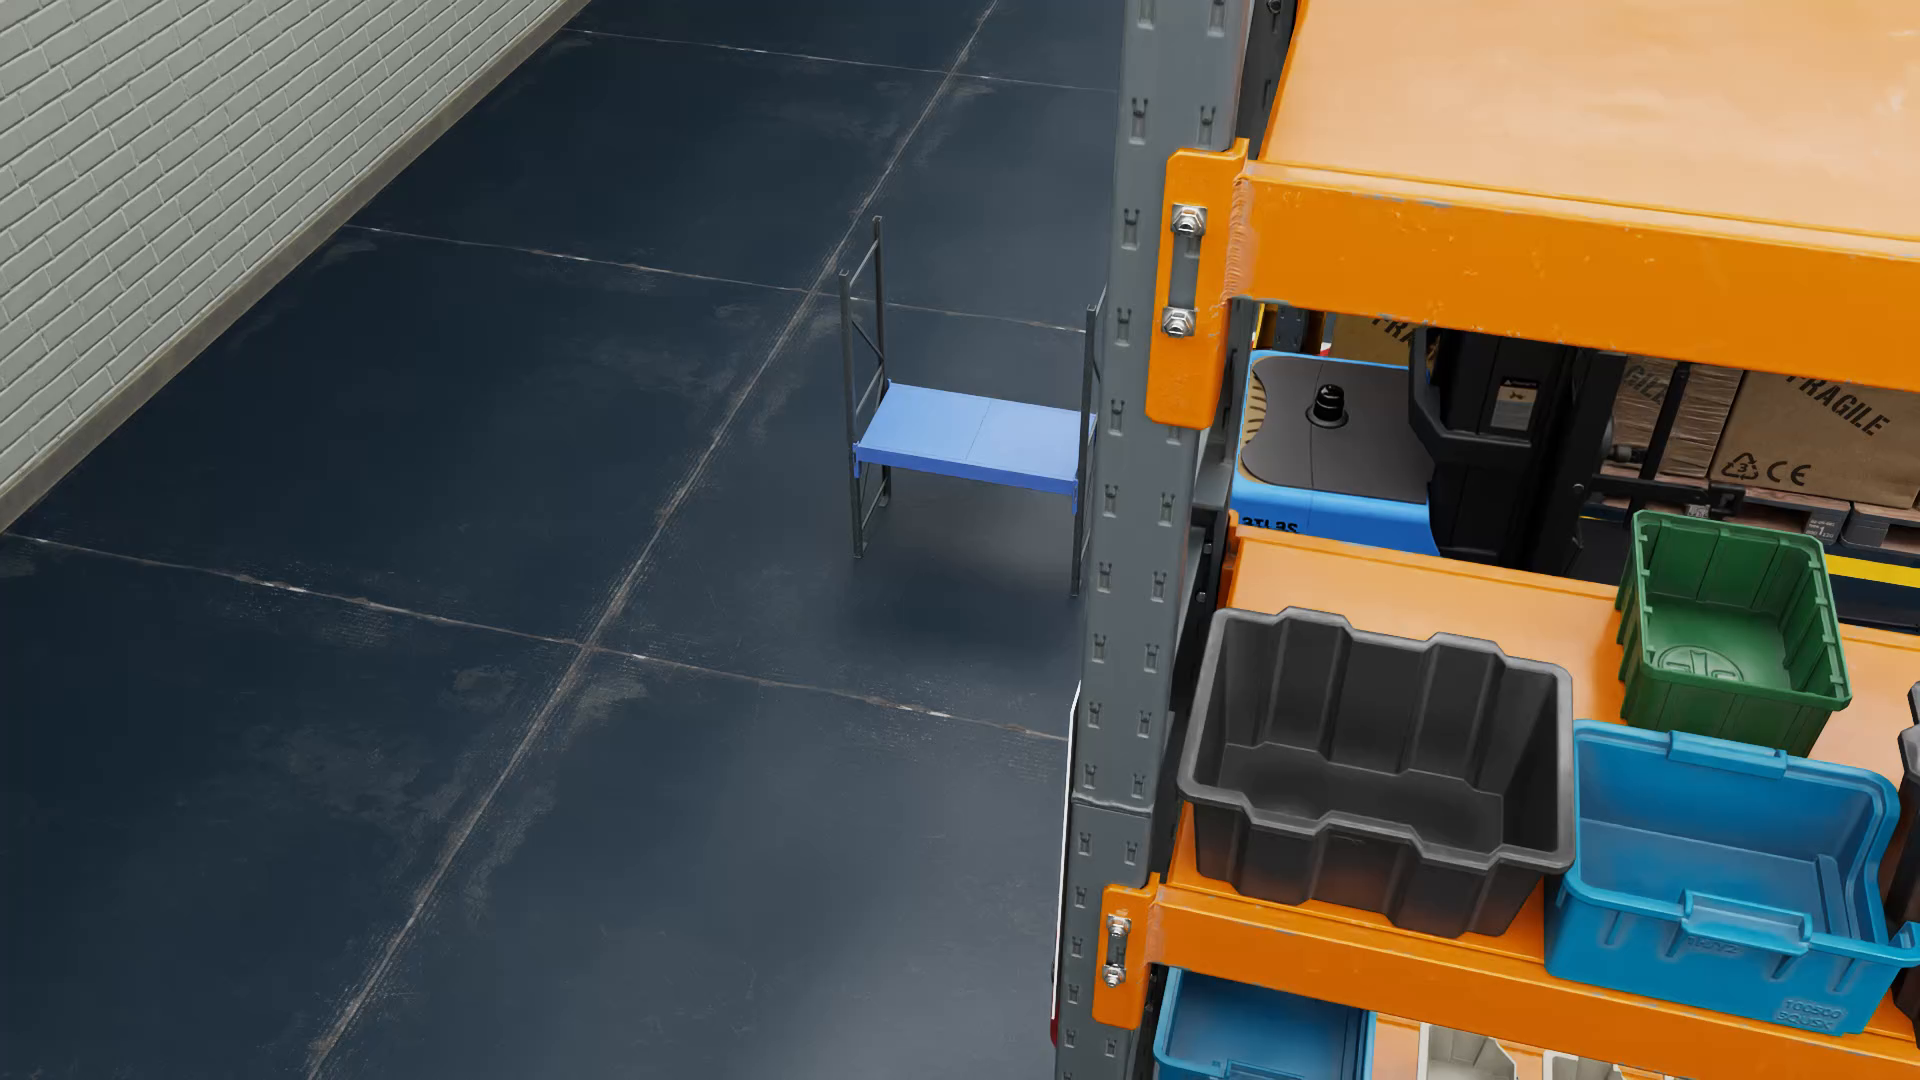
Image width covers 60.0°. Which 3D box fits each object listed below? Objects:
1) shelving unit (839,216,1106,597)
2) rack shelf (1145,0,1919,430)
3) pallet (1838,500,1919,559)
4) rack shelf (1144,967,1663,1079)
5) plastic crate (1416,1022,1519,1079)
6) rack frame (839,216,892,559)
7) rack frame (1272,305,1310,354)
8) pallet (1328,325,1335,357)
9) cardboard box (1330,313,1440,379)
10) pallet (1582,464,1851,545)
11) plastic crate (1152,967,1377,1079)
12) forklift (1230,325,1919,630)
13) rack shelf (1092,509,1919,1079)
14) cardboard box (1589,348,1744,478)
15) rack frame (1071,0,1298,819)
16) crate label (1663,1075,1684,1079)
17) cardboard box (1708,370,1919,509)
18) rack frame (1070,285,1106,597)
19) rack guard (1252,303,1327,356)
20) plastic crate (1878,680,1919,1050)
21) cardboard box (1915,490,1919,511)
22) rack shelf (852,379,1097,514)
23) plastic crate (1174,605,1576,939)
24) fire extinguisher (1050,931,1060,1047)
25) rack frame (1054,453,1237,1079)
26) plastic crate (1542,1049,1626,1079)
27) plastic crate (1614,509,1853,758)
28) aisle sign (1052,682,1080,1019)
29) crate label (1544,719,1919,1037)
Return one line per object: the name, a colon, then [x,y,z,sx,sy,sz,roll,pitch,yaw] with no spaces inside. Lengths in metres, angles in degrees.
shelving unit: [0.082,-0.560,7.251,1.048,1.500,0.538,10,41,11]
rack shelf: [2.296,-0.277,1.953,4.000,0.370,1.077,10,41,11]
pallet: [4.794,-0.260,7.896,1.213,0.211,1.003,10,41,11]
rack shelf: [2.296,1.867,3.754,4.000,0.370,1.077,10,41,11]
plastic crate: [1.199,1.360,3.957,0.243,0.136,0.396,10,41,11]
rack frame: [-0.409,-0.645,7.351,0.032,1.500,0.500,10,41,11]
rack frame: [1.644,-1.818,7.582,0.127,3.000,1.000,10,41,11]
pallet: [2.437,-0.666,8.379,1.213,0.211,1.003,10,41,11]
cardboard box: [2.283,-1.109,8.063,0.875,0.875,0.875,10,41,11]
pallet: [3.612,-0.462,8.136,1.213,0.211,1.003,10,41,11]
plastic crate: [0.736,1.162,3.960,0.499,0.435,0.616,10,41,11]
forklift: [2.552,-0.618,6.207,3.031,2.935,1.130,8,41,9]
rack shelf: [2.296,0.718,2.789,4.000,0.370,1.077,10,41,11]
cardboard box: [3.162,-0.957,7.883,0.875,0.875,0.875,10,41,11]
rack frame: [0.364,-1.038,1.989,0.127,3.000,1.000,10,41,11]
crate label: [1.750,1.448,3.852,0.243,0.136,0.396,10,41,11]
cardboard box: [4.022,-0.809,7.707,0.875,0.875,0.875,10,41,11]
rack frame: [0.573,-0.476,7.150,0.032,1.500,0.500,10,41,11]
rack guard: [1.621,-0.865,8.391,0.348,0.500,1.175,10,41,11]
plastic crate: [1.769,0.559,2.468,0.767,0.338,0.504,10,41,11]
cardboard box: [4.891,-0.660,7.529,0.875,0.875,0.875,10,41,11]
rack shelf: [0.082,-0.422,7.366,1.000,0.185,0.538,10,41,11]
plastic crate: [0.664,0.398,2.714,0.590,0.269,0.497,10,41,11]
fire extinguisher: [0.336,1.124,4.429,0.183,0.674,0.296,10,41,11]
rack frame: [0.364,1.259,3.919,0.127,3.000,1.000,10,41,11]
plastic crate: [1.475,1.417,3.889,0.243,0.136,0.396,10,41,11]
plastic crate: [1.391,0.178,3.038,0.336,0.188,0.450,10,41,11]
aisle sign: [0.218,0.436,2.877,0.004,0.787,0.394,10,41,11]
crate label: [1.172,0.521,2.580,0.502,0.251,0.408,10,41,11]
